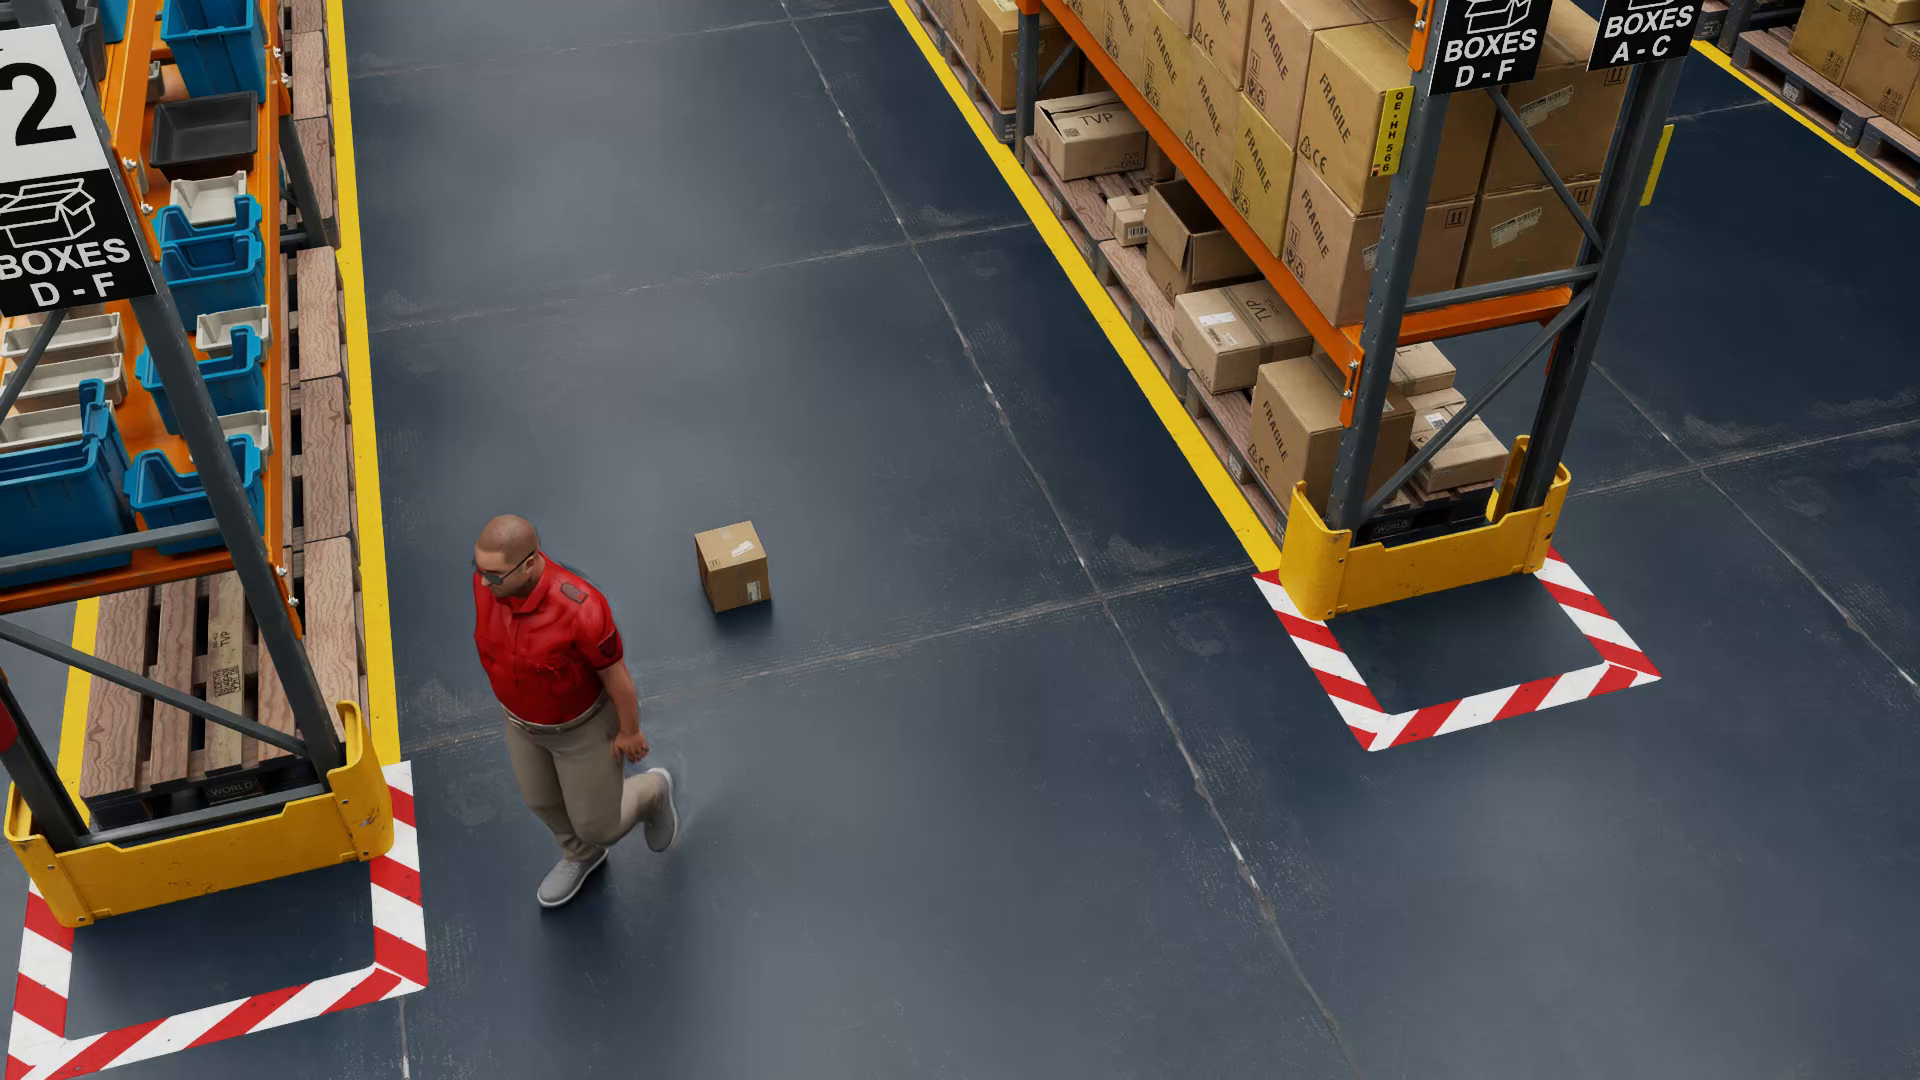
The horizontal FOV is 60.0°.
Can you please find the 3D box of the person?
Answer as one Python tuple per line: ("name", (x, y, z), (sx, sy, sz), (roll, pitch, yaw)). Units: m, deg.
("person", (-1.284, 0.546, 5.525), (0.562, 1.713, 0.556), (19, 45, 20))
